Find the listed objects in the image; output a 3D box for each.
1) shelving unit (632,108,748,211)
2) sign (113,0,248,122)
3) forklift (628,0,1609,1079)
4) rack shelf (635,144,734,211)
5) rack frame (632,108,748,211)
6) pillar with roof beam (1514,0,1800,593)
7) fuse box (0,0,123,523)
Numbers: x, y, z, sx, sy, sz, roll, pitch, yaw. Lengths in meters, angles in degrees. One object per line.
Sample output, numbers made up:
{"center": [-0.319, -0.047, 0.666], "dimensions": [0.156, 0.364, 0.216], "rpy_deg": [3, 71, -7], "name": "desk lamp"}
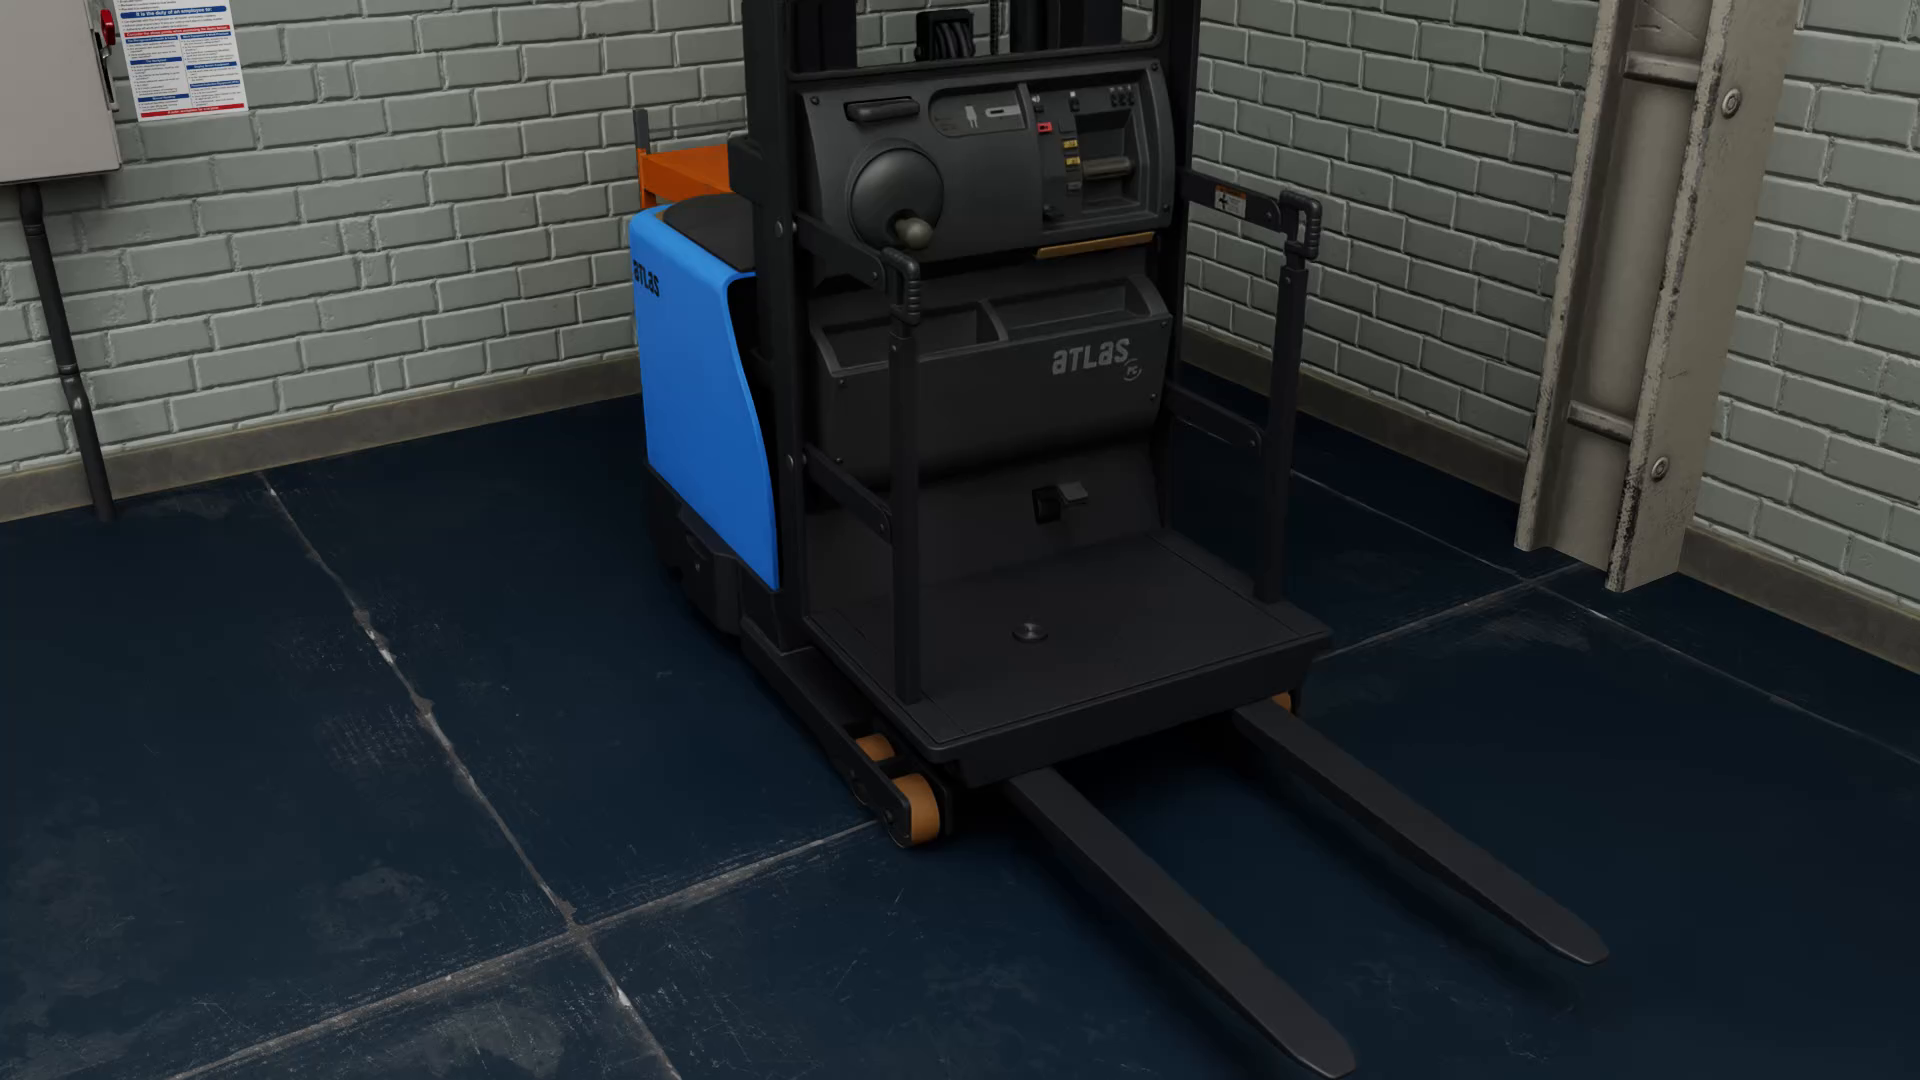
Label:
{"center": [-0.640, -0.866, 5.767], "dimensions": [0.538, 1.125, 1.048], "rpy_deg": [-16, 30, -31], "name": "shelving unit"}
{"center": [-2.429, -1.567, 5.168], "dimensions": [0.329, 0.494, 0.001], "rpy_deg": [-16, 29, -30], "name": "sign"}
{"center": [0.190, -0.850, 3.616], "dimensions": [1.130, 2.935, 3.031], "rpy_deg": [-13, 28, -26], "name": "forklift"}
{"center": [-0.640, -1.131, 5.642], "dimensions": [0.538, 0.278, 1.000], "rpy_deg": [-16, 30, -31], "name": "rack shelf"}
{"center": [-0.926, -1.045, 6.146], "dimensions": [0.500, 1.125, 0.032], "rpy_deg": [-16, 30, -31], "name": "rack frame"}
{"center": [-1.638, -3.015, 1.095], "dimensions": [9.100, 9.000, 0.400], "rpy_deg": [-16, 29, -30], "name": "pillar with roof beam"}
{"center": [-2.729, -0.839, 5.022], "dimensions": [0.539, 1.711, 0.414], "rpy_deg": [-16, 29, -30], "name": "fuse box"}
